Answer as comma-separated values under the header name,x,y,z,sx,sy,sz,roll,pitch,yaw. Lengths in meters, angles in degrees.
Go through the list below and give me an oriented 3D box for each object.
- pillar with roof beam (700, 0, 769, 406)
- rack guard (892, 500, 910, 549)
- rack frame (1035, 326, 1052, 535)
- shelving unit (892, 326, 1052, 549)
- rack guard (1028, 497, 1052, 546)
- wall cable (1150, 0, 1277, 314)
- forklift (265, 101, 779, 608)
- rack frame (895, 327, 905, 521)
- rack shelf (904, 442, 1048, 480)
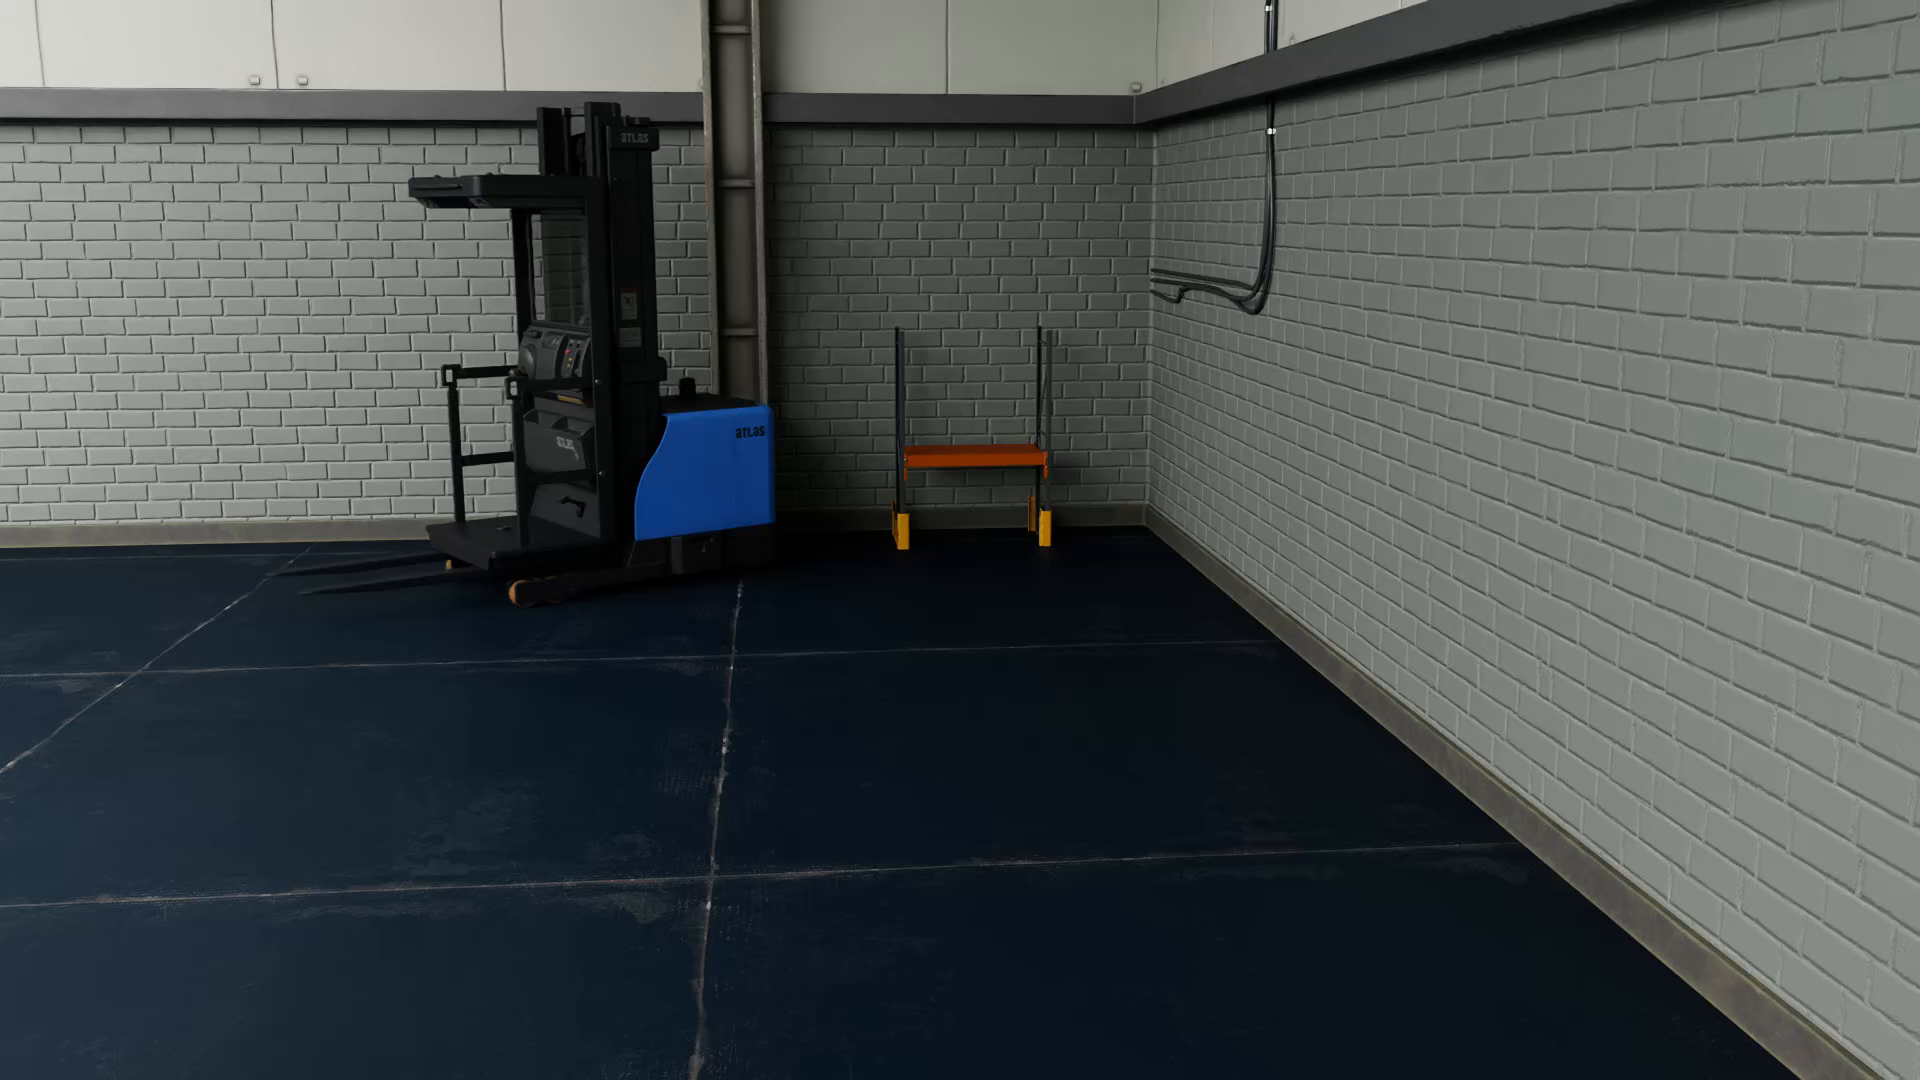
name,x,y,z,sx,sy,sz,roll,pitch,yaw
pillar with roof beam,-1.093,-3.617,6.941,0.400,9.000,9.100,-1,11,-6
rack guard,-0.419,-0.114,11.799,0.087,0.250,0.587,-1,11,-6
rack frame,0.590,-0.748,11.786,0.032,1.500,0.500,-1,11,-6
shelving unit,0.076,-0.738,11.731,1.083,1.500,0.587,-1,11,-6
rack guard,0.571,-0.135,11.905,0.087,0.250,0.587,-1,11,-6
wall cable,1.514,-2.727,10.462,0.112,2.526,3.097,-1,11,-6
forklift,-2.663,-1.151,10.127,3.031,2.935,1.130,-9,14,-37
rack frame,-0.421,-0.727,11.678,0.032,1.500,0.500,-1,11,-6
rack shelf,0.085,-0.561,11.767,1.000,0.185,0.538,-1,11,-6
